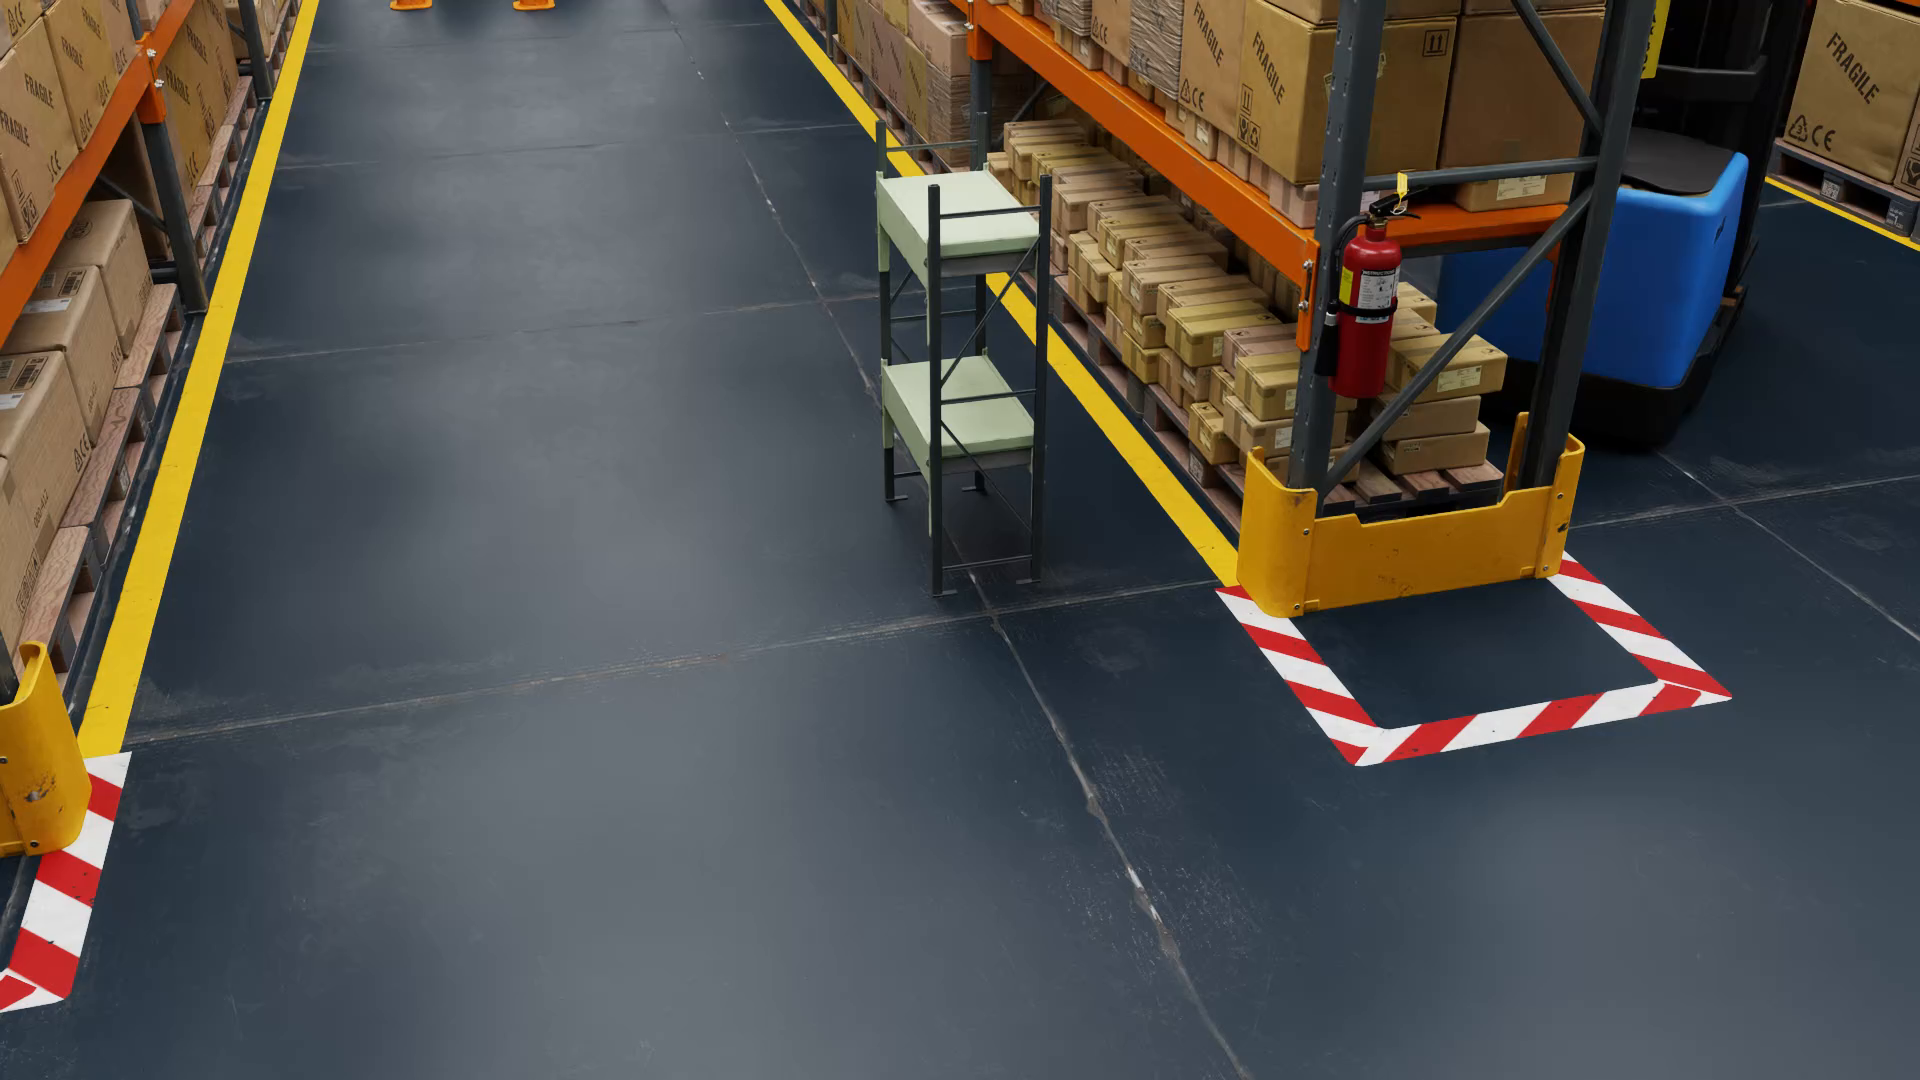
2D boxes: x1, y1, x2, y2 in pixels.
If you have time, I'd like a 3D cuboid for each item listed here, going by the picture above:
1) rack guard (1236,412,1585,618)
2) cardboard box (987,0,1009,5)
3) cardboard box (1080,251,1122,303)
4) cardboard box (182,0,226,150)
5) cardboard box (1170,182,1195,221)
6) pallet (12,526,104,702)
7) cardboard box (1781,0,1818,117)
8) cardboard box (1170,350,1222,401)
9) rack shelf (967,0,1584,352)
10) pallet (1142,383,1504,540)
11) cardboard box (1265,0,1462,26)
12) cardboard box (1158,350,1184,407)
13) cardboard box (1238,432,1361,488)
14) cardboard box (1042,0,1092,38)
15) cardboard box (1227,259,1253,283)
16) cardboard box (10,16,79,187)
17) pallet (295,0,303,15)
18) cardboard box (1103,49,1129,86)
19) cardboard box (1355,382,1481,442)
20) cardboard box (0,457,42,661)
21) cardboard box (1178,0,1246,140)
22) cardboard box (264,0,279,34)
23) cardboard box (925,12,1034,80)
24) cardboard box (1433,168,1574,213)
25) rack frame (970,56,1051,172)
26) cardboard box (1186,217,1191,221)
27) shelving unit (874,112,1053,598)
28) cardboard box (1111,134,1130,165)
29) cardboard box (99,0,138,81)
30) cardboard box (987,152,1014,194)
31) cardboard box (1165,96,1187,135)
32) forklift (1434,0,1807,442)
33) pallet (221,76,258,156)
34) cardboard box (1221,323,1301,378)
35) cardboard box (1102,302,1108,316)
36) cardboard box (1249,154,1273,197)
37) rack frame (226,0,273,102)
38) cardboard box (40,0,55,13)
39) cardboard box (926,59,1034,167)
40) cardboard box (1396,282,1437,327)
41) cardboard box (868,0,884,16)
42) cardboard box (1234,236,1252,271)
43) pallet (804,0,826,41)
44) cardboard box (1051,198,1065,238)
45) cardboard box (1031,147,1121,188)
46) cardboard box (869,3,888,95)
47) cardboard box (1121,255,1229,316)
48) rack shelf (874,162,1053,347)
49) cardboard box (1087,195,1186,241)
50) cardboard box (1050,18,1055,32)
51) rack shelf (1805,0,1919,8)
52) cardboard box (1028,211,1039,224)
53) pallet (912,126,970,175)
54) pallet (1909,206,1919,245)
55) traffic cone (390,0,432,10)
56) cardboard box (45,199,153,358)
[{"bbox_3d":[1.593,-0.098,5.920,1.175,0.500,0.348,-8,31,-13],"label":"rack guard"},{"bbox_3d":[0.311,-2.786,8.319,0.380,0.149,0.250,-7,31,-11],"label":"cardboard box"},{"bbox_3d":[0.758,-1.191,7.443,0.380,0.149,0.250,-8,31,-13],"label":"cardboard box"},{"bbox_3d":[-4.920,-2.786,9.770,0.875,0.875,0.875,-7,31,-13],"label":"cardboard box"},{"bbox_3d":[1.230,-1.651,7.941,0.380,0.149,0.250,-9,31,-16],"label":"cardboard box"},{"bbox_3d":[-3.421,0.395,5.356,1.003,0.211,1.213,-8,31,-13],"label":"pallet"},{"bbox_3d":[5.171,-3.254,10.579,1.225,0.875,0.875,-8,31,-13],"label":"cardboard box"},{"bbox_3d":[1.058,-0.687,6.573,0.380,0.149,0.250,-9,31,-15],"label":"cardboard box"},{"bbox_3d":[1.082,-1.797,7.079,1.077,0.370,4.000,-8,31,-13],"label":"rack shelf"},{"bbox_3d":[1.411,-0.370,6.678,1.003,0.211,1.213,-8,31,-13],"label":"pallet"},{"bbox_3d":[1.252,-1.935,5.205,0.500,0.500,0.500,-8,31,-14],"label":"cardboard box"},{"bbox_3d":[1.041,-0.685,6.865,0.380,0.149,0.250,-8,31,-13],"label":"cardboard box"},{"bbox_3d":[1.272,-0.317,6.230,0.380,0.149,0.250,-7,31,-12],"label":"cardboard box"},{"bbox_3d":[0.677,-2.488,7.157,0.500,0.500,0.500,-9,31,-14],"label":"cardboard box"},{"bbox_3d":[1.315,-1.132,7.341,0.380,0.149,0.250,-6,31,-11],"label":"cardboard box"},{"bbox_3d":[-3.411,-1.477,5.708,0.500,0.500,0.500,-7,31,-12],"label":"cardboard box"},{"bbox_3d":[-6.110,-4.649,14.071,1.003,0.211,1.213,-8,31,-13],"label":"pallet"},{"bbox_3d":[0.823,-2.033,7.018,0.380,0.149,0.250,-7,31,-11],"label":"cardboard box"},{"bbox_3d":[1.721,-0.507,6.261,0.380,0.149,0.250,-7,31,-11],"label":"cardboard box"},{"bbox_3d":[-3.404,0.186,5.073,0.875,0.438,0.875,-9,31,-15],"label":"cardboard box"},{"bbox_3d":[1.114,-1.747,5.877,0.500,0.500,0.500,-8,31,-14],"label":"cardboard box"},{"bbox_3d":[-5.600,-3.974,12.325,0.950,0.372,0.625,-8,31,-14],"label":"cardboard box"},{"bbox_3d":[0.110,-2.825,9.464,0.500,0.250,0.500,-9,31,-15],"label":"cardboard box"},{"bbox_3d":[1.843,-1.234,5.639,0.380,0.149,0.250,-8,31,-14],"label":"cardboard box"},{"bbox_3d":[0.551,-3.075,8.568,1.000,3.000,0.127,-8,31,-13],"label":"rack frame"},{"bbox_3d":[1.172,-1.531,8.030,0.380,0.149,0.250,-7,31,-12],"label":"cardboard box"},{"bbox_3d":[-0.002,-0.652,5.880,0.431,1.500,0.755,-8,31,-13],"label":"shelving unit"},{"bbox_3d":[1.003,-2.025,8.587,0.380,0.149,0.250,-7,31,-13],"label":"cardboard box"},{"bbox_3d":[-3.825,-2.221,6.993,0.500,0.500,0.500,-8,31,-13],"label":"cardboard box"},{"bbox_3d":[0.339,-1.934,8.726,0.380,0.149,0.250,-6,31,-11],"label":"cardboard box"},{"bbox_3d":[1.011,-1.649,6.356,0.380,0.149,0.250,-9,31,-15],"label":"cardboard box"},{"bbox_3d":[3.187,-2.372,7.422,1.130,2.935,3.031,16,34,26],"label":"forklift"},{"bbox_3d":[-5.120,-2.702,10.707,1.003,0.211,1.213,-8,31,-13],"label":"pallet"},{"bbox_3d":[1.217,-0.699,6.296,0.380,0.149,0.250,-7,31,-12],"label":"cardboard box"},{"bbox_3d":[0.865,-1.066,7.524,0.380,0.149,0.250,-7,31,-12],"label":"cardboard box"},{"bbox_3d":[1.224,-1.279,5.716,0.380,0.149,0.250,-8,31,-13],"label":"cardboard box"},{"bbox_3d":[-5.256,-4.300,10.684,1.000,3.000,0.127,-8,31,-13],"label":"rack frame"},{"bbox_3d":[-3.532,-2.162,5.893,0.500,0.500,0.500,-7,31,-13],"label":"cardboard box"},{"bbox_3d":[0.112,-2.499,9.648,0.500,0.500,0.500,-8,31,-14],"label":"cardboard box"},{"bbox_3d":[1.669,-0.902,6.647,0.380,0.149,0.250,-8,31,-13],"label":"cardboard box"},{"bbox_3d":[-0.307,-3.580,10.769,0.500,0.250,0.500,-8,31,-13],"label":"cardboard box"},{"bbox_3d":[1.433,-1.279,7.299,0.380,0.149,0.250,-7,31,-13],"label":"cardboard box"},{"bbox_3d":[-0.647,-4.191,13.279,1.003,0.211,1.213,-8,31,-13],"label":"pallet"},{"bbox_3d":[0.661,-1.580,8.115,0.380,0.149,0.250,-9,31,-16],"label":"cardboard box"},{"bbox_3d":[0.573,-1.830,8.249,0.380,0.149,0.250,-8,31,-14],"label":"cardboard box"},{"bbox_3d":[-0.291,-3.241,10.932,0.500,0.500,0.500,-9,31,-15],"label":"cardboard box"},{"bbox_3d":[0.893,-1.063,6.925,0.380,0.149,0.250,-7,31,-11],"label":"cardboard box"},{"bbox_3d":[-0.002,-0.990,5.684,0.431,0.370,0.720,-8,31,-13],"label":"rack shelf"},{"bbox_3d":[0.805,-1.452,7.598,0.380,0.149,0.250,-9,31,-15],"label":"cardboard box"},{"bbox_3d":[0.639,-2.417,7.682,0.380,0.149,0.250,-9,31,-15],"label":"cardboard box"},{"bbox_3d":[5.891,-2.408,8.134,1.077,0.370,4.000,-8,31,-13],"label":"rack shelf"},{"bbox_3d":[0.525,-1.562,8.382,0.380,0.149,0.250,-8,31,-14],"label":"cardboard box"},{"bbox_3d":[0.343,-2.244,9.916,1.003,0.211,1.213,-8,31,-13],"label":"pallet"},{"bbox_3d":[5.814,-1.511,8.649,1.003,0.211,1.213,-8,31,-13],"label":"pallet"},{"bbox_3d":[-4.639,-4.721,13.944,0.336,0.463,0.334,-8,31,-13],"label":"traffic cone"},{"bbox_3d":[-4.131,-1.123,7.334,0.875,0.438,0.875,-8,31,-14],"label":"cardboard box"}]
